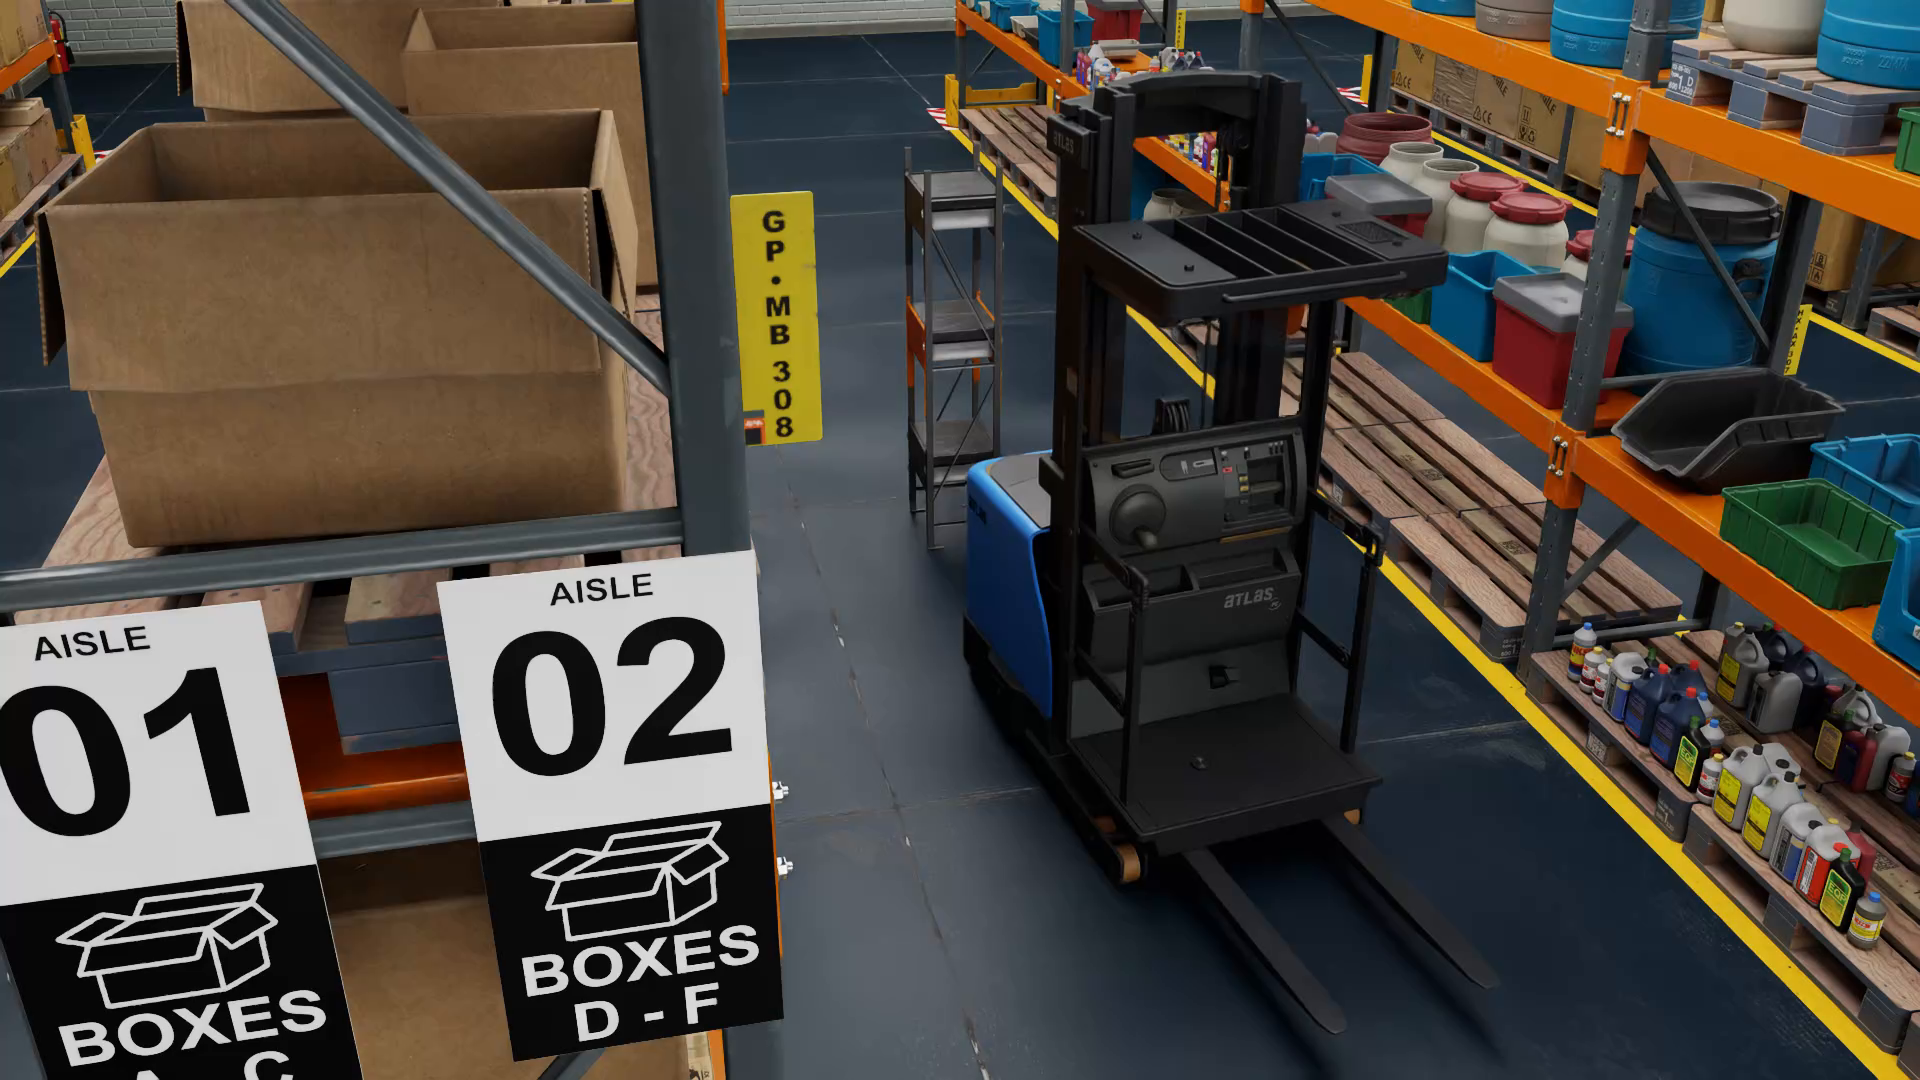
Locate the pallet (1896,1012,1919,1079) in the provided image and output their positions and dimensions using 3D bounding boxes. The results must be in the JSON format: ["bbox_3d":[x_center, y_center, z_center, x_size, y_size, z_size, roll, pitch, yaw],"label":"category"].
[{"bbox_3d":[3.817,1.905,5.241,1.003,0.211,1.213,-6,27,-12],"label":"pallet"}]

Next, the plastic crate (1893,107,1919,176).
[{"bbox_3d":[3.247,-1.234,5.272,0.336,0.188,0.450,-6,27,-12],"label":"plastic crate"}]

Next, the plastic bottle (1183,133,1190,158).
[{"bbox_3d":[1.622,-2.793,11.676,0.097,0.201,0.097,0,27,0],"label":"plastic bottle"}]

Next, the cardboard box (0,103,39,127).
[{"bbox_3d":[-8.680,-3.886,15.208,0.380,0.149,0.250,-5,27,-10],"label":"cardboard box"}]

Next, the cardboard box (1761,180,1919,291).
[{"bbox_3d":[6.945,-2.513,12.791,1.225,0.875,0.875,-7,28,-14],"label":"cardboard box"}]

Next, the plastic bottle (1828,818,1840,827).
[{"bbox_3d":[3.273,1.142,6.276,0.097,0.201,0.097,0,27,0],"label":"plastic bottle"}]

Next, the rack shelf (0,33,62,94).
[{"bbox_3d":[-8.749,-3.773,14.194,1.077,0.370,4.000,-6,27,-12],"label":"rack shelf"}]

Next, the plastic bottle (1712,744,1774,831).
[{"bbox_3d":[3.072,0.942,6.506,0.144,0.351,0.185,-6,27,-12],"label":"plastic bottle"}]

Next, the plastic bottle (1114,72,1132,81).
[{"bbox_3d":[1.295,-3.518,13.029,0.152,0.276,0.135,-6,27,-12],"label":"plastic bottle"}]

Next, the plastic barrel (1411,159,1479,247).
[{"bbox_3d":[2.790,-1.901,9.563,0.421,0.512,0.421,0,27,0],"label":"plastic barrel"}]

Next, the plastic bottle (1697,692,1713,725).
[{"bbox_3d":[3.084,0.760,6.956,0.097,0.271,0.097,0,27,0],"label":"plastic bottle"}]

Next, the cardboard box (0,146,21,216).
[{"bbox_3d":[-8.591,-3.072,14.316,0.700,0.500,0.500,-5,27,-10],"label":"cardboard box"}]

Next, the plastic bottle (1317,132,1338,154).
[{"bbox_3d":[2.472,-2.633,11.276,0.152,0.276,0.135,-6,27,-12],"label":"plastic bottle"}]

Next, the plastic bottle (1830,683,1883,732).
[{"bbox_3d":[3.698,0.756,6.875,0.144,0.351,0.185,-6,27,-12],"label":"plastic bottle"}]

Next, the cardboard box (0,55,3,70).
[{"bbox_3d":[-8.738,-4.229,13.967,0.980,0.700,0.700,-7,28,-14],"label":"cardboard box"}]

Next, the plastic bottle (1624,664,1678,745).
[{"bbox_3d":[2.934,0.673,7.040,0.144,0.351,0.185,-5,27,-10],"label":"plastic bottle"}]

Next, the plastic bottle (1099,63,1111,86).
[{"bbox_3d":[1.169,-3.708,13.411,0.097,0.271,0.097,0,27,0],"label":"plastic bottle"}]

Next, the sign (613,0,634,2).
[{"bbox_3d":[-1.130,-1.871,5.637,0.100,0.325,0.005,-6,27,-12],"label":"sign"}]

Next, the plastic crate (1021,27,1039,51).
[{"bbox_3d":[0.840,-4.590,15.253,0.437,0.125,0.590,-6,27,-12],"label":"plastic crate"}]

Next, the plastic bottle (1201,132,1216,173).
[{"bbox_3d":[1.696,-2.649,11.299,0.061,0.283,0.133,-6,27,-12],"label":"plastic bottle"}]

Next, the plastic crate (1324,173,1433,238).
[{"bbox_3d":[2.321,-1.754,9.325,0.402,0.464,0.583,-6,27,-12],"label":"plastic crate"}]

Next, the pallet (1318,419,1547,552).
[{"bbox_3d":[2.663,-0.342,9.694,1.003,0.211,1.213,-6,27,-12],"label":"pallet"}]

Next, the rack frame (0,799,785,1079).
[{"bbox_3d":[-0.769,1.548,2.855,1.000,3.000,0.127,-6,27,-12],"label":"rack frame"}]

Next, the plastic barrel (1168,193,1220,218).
[{"bbox_3d":[1.874,-2.286,12.659,0.600,0.588,0.708,-6,27,-12],"label":"plastic barrel"}]

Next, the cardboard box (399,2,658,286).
[{"bbox_3d":[-0.877,-0.843,3.530,0.500,0.500,0.500,-6,27,-12],"label":"cardboard box"}]

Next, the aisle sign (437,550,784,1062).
[{"bbox_3d":[-0.456,0.385,2.274,0.394,0.787,0.004,-6,27,-12],"label":"aisle sign"}]

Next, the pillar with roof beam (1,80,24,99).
[{"bbox_3d":[-6.457,-9.185,17.460,9.100,9.000,0.400,-6,27,-12],"label":"pillar with roof beam"}]

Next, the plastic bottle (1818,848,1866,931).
[{"bbox_3d":[3.173,1.251,5.968,0.061,0.283,0.133,-5,27,-10],"label":"plastic bottle"}]

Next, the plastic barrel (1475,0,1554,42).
[{"bbox_3d":[2.683,-2.761,7.506,0.600,0.901,0.600,0,27,0],"label":"plastic barrel"}]

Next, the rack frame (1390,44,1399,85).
[{"bbox_3d":[5.278,-6.481,18.761,1.000,3.000,0.127,-6,27,-12],"label":"rack frame"}]

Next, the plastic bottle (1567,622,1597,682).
[{"bbox_3d":[2.801,0.496,7.478,0.097,0.271,0.097,0,27,0],"label":"plastic bottle"}]

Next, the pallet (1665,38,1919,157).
[{"bbox_3d":[3.414,-1.658,6.086,1.213,0.211,1.003,-6,27,-12],"label":"pallet"}]

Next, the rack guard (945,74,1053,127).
[{"bbox_3d":[0.434,-4.871,18.346,1.175,0.500,0.348,-6,27,-12],"label":"rack guard"}]

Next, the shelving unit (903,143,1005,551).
[{"bbox_3d":[-0.037,-1.010,8.921,0.431,2.100,0.503,-6,27,-12],"label":"shelving unit"}]

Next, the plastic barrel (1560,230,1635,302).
[{"bbox_3d":[3.155,-1.213,8.173,0.433,0.535,0.433,0,27,0],"label":"plastic barrel"}]

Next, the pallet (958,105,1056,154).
[{"bbox_3d":[0.600,-4.367,17.668,1.003,0.211,1.213,-6,27,-12],"label":"pallet"}]

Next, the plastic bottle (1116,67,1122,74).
[{"bbox_3d":[1.286,-3.751,13.574,0.097,0.201,0.097,0,27,0],"label":"plastic bottle"}]

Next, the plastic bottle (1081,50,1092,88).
[{"bbox_3d":[1.051,-3.907,13.791,0.061,0.283,0.133,-6,27,-12],"label":"plastic bottle"}]

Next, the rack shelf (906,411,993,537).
[{"bbox_3d":[-0.037,-0.373,9.242,0.431,0.518,0.480,-6,27,-12],"label":"rack shelf"}]

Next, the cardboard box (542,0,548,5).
[{"bbox_3d":[-1.800,-1.940,6.135,0.500,0.250,0.500,-3,27,-6],"label":"cardboard box"}]

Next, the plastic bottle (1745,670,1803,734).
[{"bbox_3d":[3.487,0.674,7.121,0.152,0.276,0.135,-6,27,-12],"label":"plastic bottle"}]

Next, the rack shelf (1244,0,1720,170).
[{"bbox_3d":[2.706,-2.606,8.553,1.077,0.370,4.000,-6,27,-12],"label":"rack shelf"}]

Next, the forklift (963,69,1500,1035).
[{"bbox_3d":[1.013,-0.163,6.320,1.130,2.935,3.031,-10,28,-18],"label":"forklift"}]

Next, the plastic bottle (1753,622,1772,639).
[{"bbox_3d":[3.586,0.484,7.488,0.061,0.283,0.133,-5,27,-9],"label":"plastic bottle"}]

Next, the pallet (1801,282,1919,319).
[{"bbox_3d":[6.976,-2.078,13.132,1.003,0.211,1.213,-6,27,-12],"label":"pallet"}]

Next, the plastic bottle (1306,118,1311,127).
[{"bbox_3d":[2.368,-2.836,11.678,0.152,0.276,0.135,-6,27,-12],"label":"plastic bottle"}]

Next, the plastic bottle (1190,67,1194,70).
[{"bbox_3d":[1.836,-3.622,13.239,0.097,0.271,0.097,0,27,0],"label":"plastic bottle"}]

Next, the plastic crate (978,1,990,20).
[{"bbox_3d":[0.332,-5.298,16.644,0.250,0.136,0.298,-6,27,-12],"label":"plastic crate"}]

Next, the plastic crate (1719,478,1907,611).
[{"bbox_3d":[3.187,0.009,6.138,0.450,0.188,0.662,-6,27,-12],"label":"plastic crate"}]

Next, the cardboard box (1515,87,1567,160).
[{"bbox_3d":[6.108,-4.262,16.256,0.875,0.875,0.875,-6,27,-12],"label":"cardboard box"}]

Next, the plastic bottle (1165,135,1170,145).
[{"bbox_3d":[1.534,-2.964,12.015,0.097,0.201,0.097,0,27,0],"label":"plastic bottle"}]

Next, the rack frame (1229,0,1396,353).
[{"bbox_3d":[2.255,-2.466,10.806,1.000,3.000,0.127,-6,27,-12],"label":"rack frame"}]
